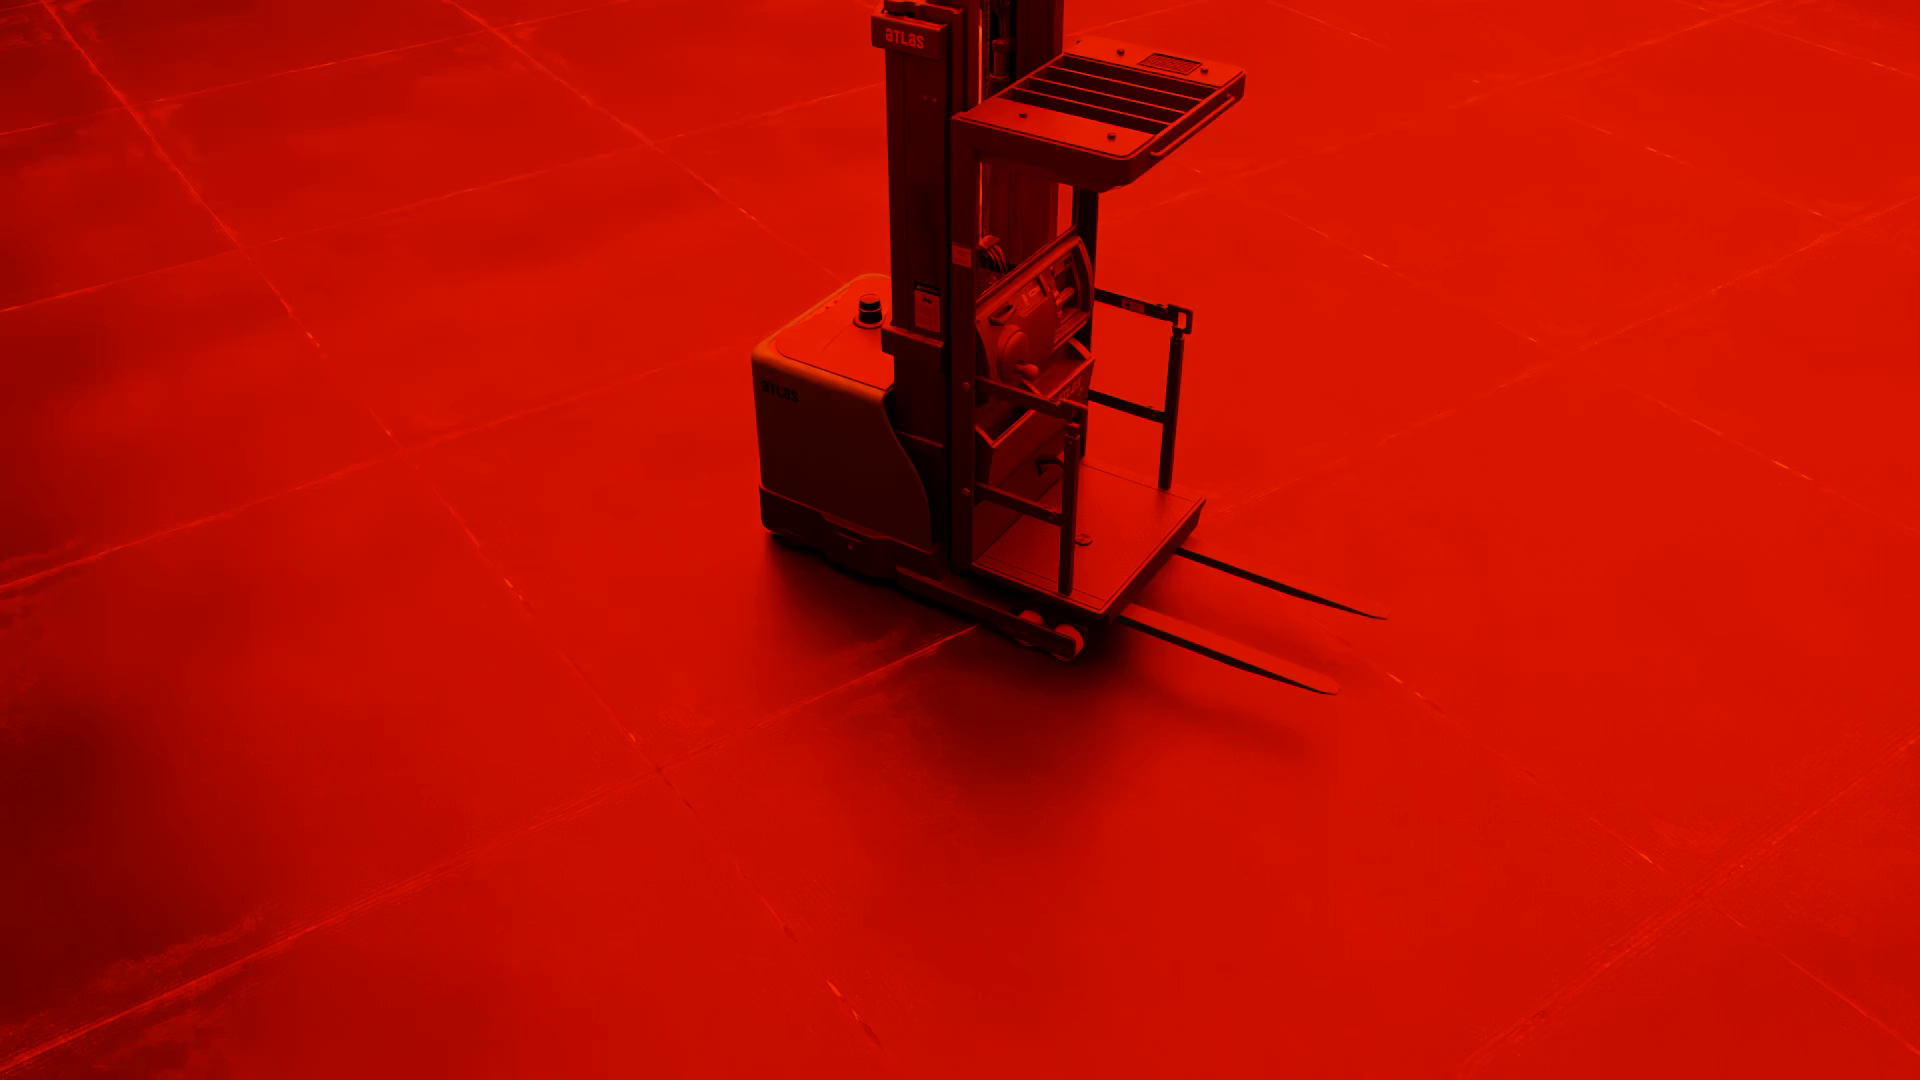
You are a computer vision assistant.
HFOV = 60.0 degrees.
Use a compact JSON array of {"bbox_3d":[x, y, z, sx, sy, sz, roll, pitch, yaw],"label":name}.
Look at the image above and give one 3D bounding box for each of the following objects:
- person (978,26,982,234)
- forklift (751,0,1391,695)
[{"bbox_3d":[-0.095,-2.691,10.533,0.638,1.787,0.564,-17,40,-21],"label":"person"},{"bbox_3d":[0.514,-0.985,7.276,3.031,2.935,1.130,21,41,26],"label":"forklift"}]
